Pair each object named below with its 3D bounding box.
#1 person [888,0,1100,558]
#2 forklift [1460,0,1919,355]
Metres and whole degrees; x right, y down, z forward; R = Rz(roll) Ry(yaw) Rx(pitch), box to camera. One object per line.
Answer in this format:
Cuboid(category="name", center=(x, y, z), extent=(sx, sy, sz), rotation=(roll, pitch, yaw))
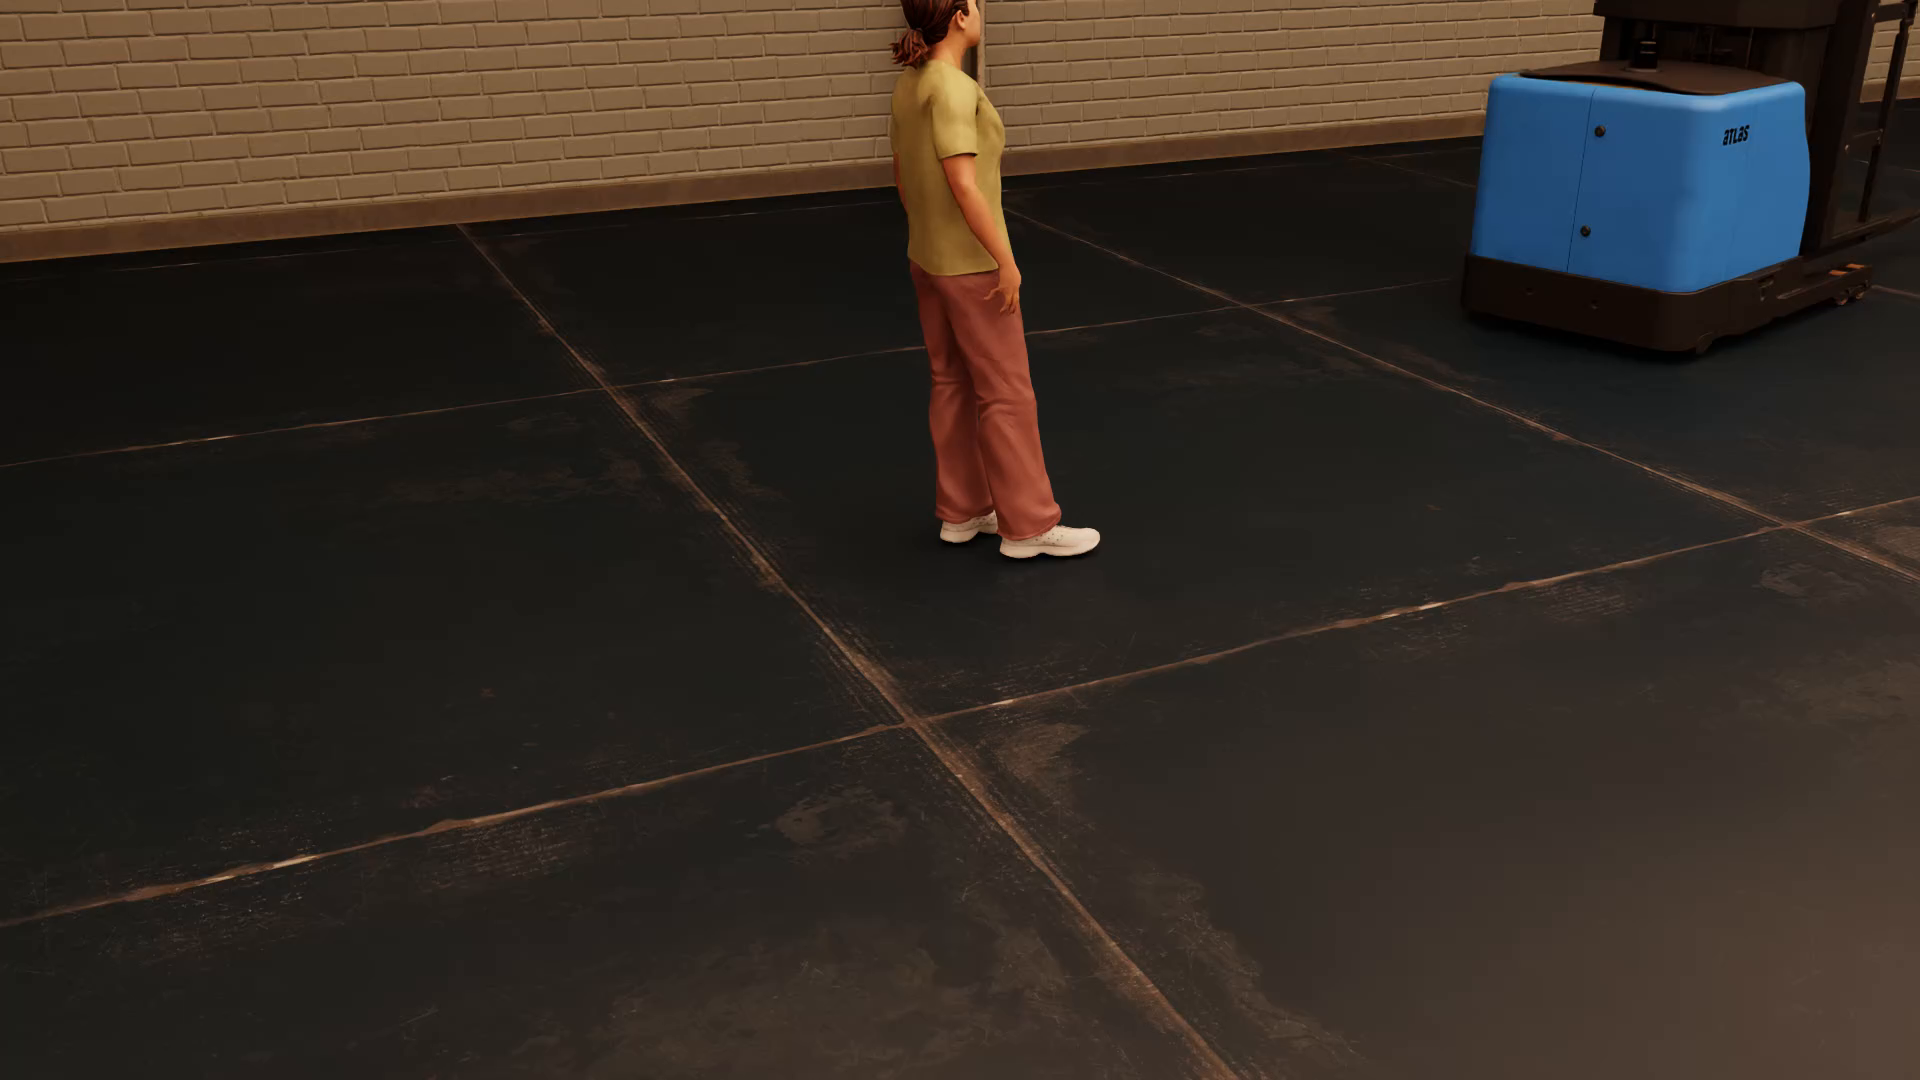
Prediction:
Cuboid(category="person", center=(0.072, -0.789, 4.802), extent=(0.548, 1.673, 0.553), rotation=(-10, 25, -23))
Cuboid(category="forklift", center=(3.674, -2.573, 7.480), extent=(3.031, 2.935, 1.130), rotation=(-19, 29, -38))
